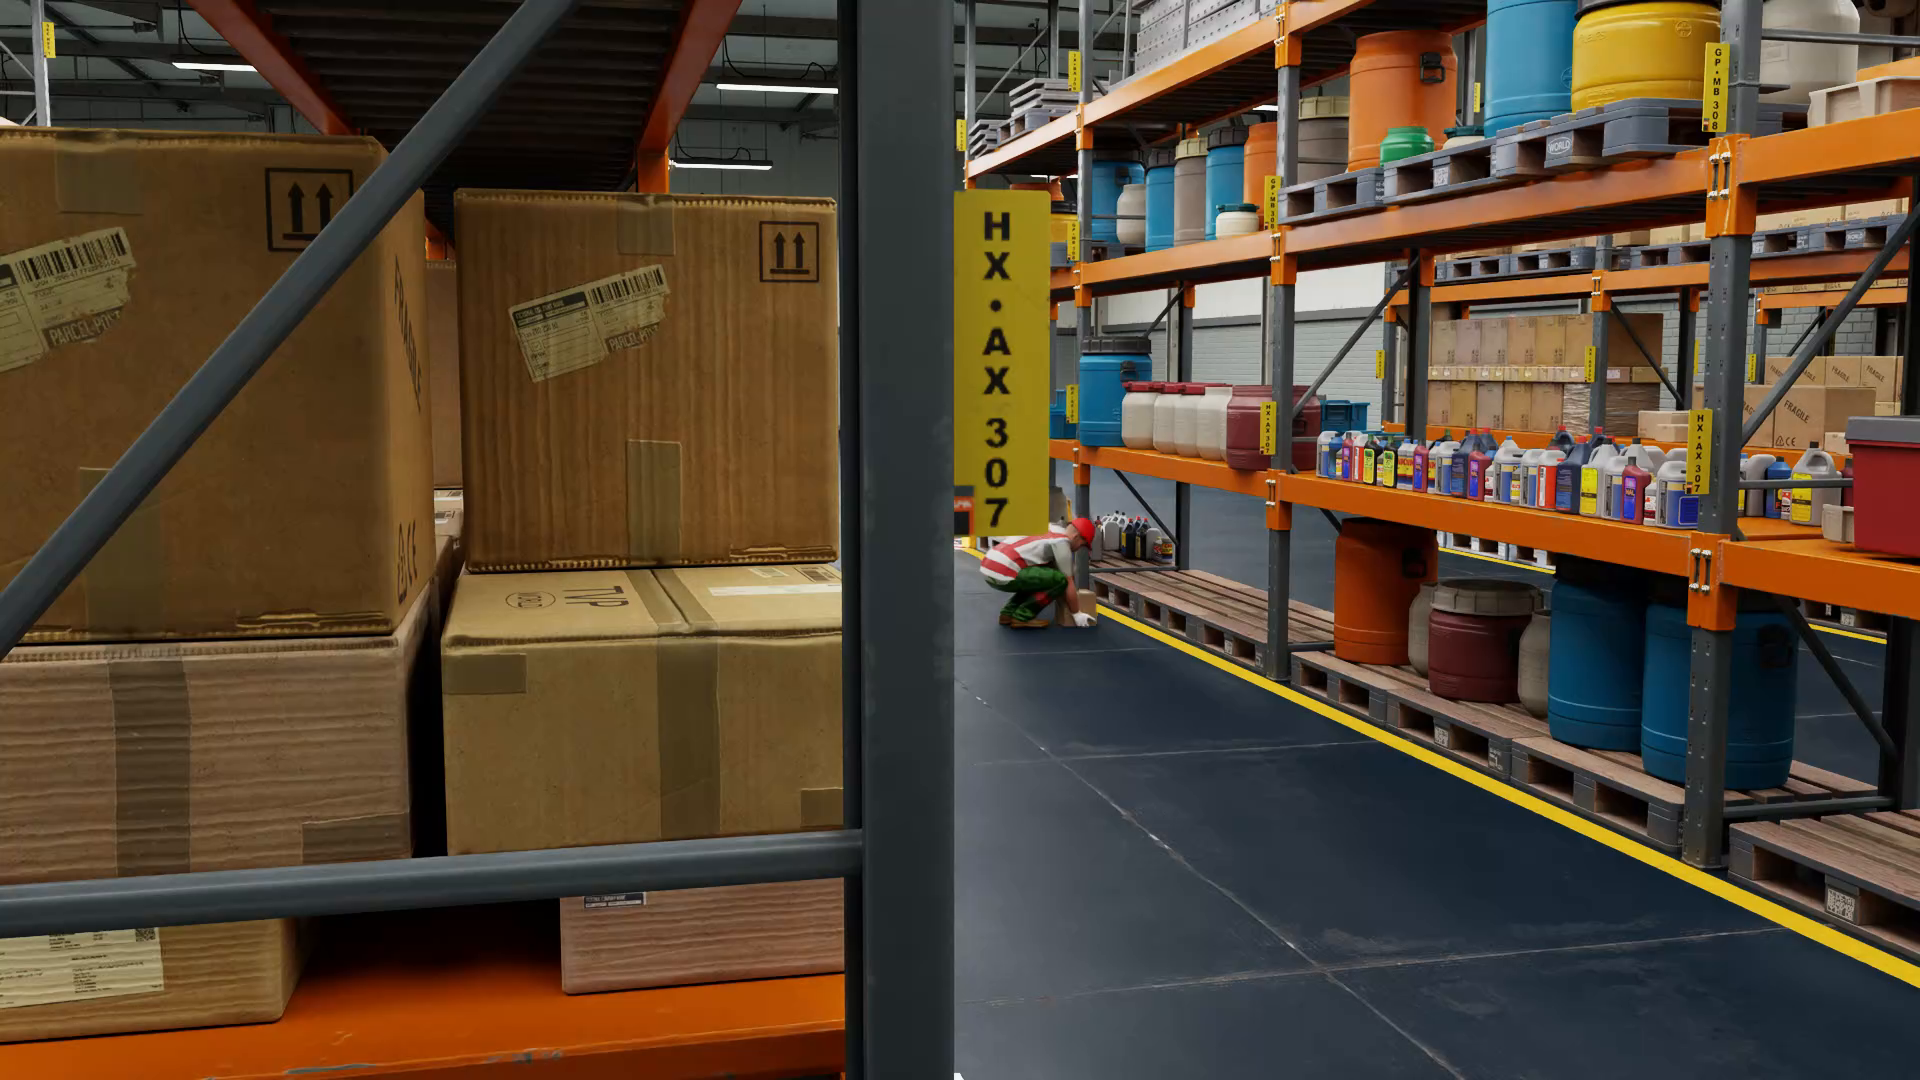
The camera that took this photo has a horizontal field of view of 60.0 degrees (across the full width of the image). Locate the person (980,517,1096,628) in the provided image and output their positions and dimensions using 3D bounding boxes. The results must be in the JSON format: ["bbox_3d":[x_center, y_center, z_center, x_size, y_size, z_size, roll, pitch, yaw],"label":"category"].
[{"bbox_3d":[0.603,0.280,12.613,0.907,0.880,0.544,-2,6,-14],"label":"person"}]
